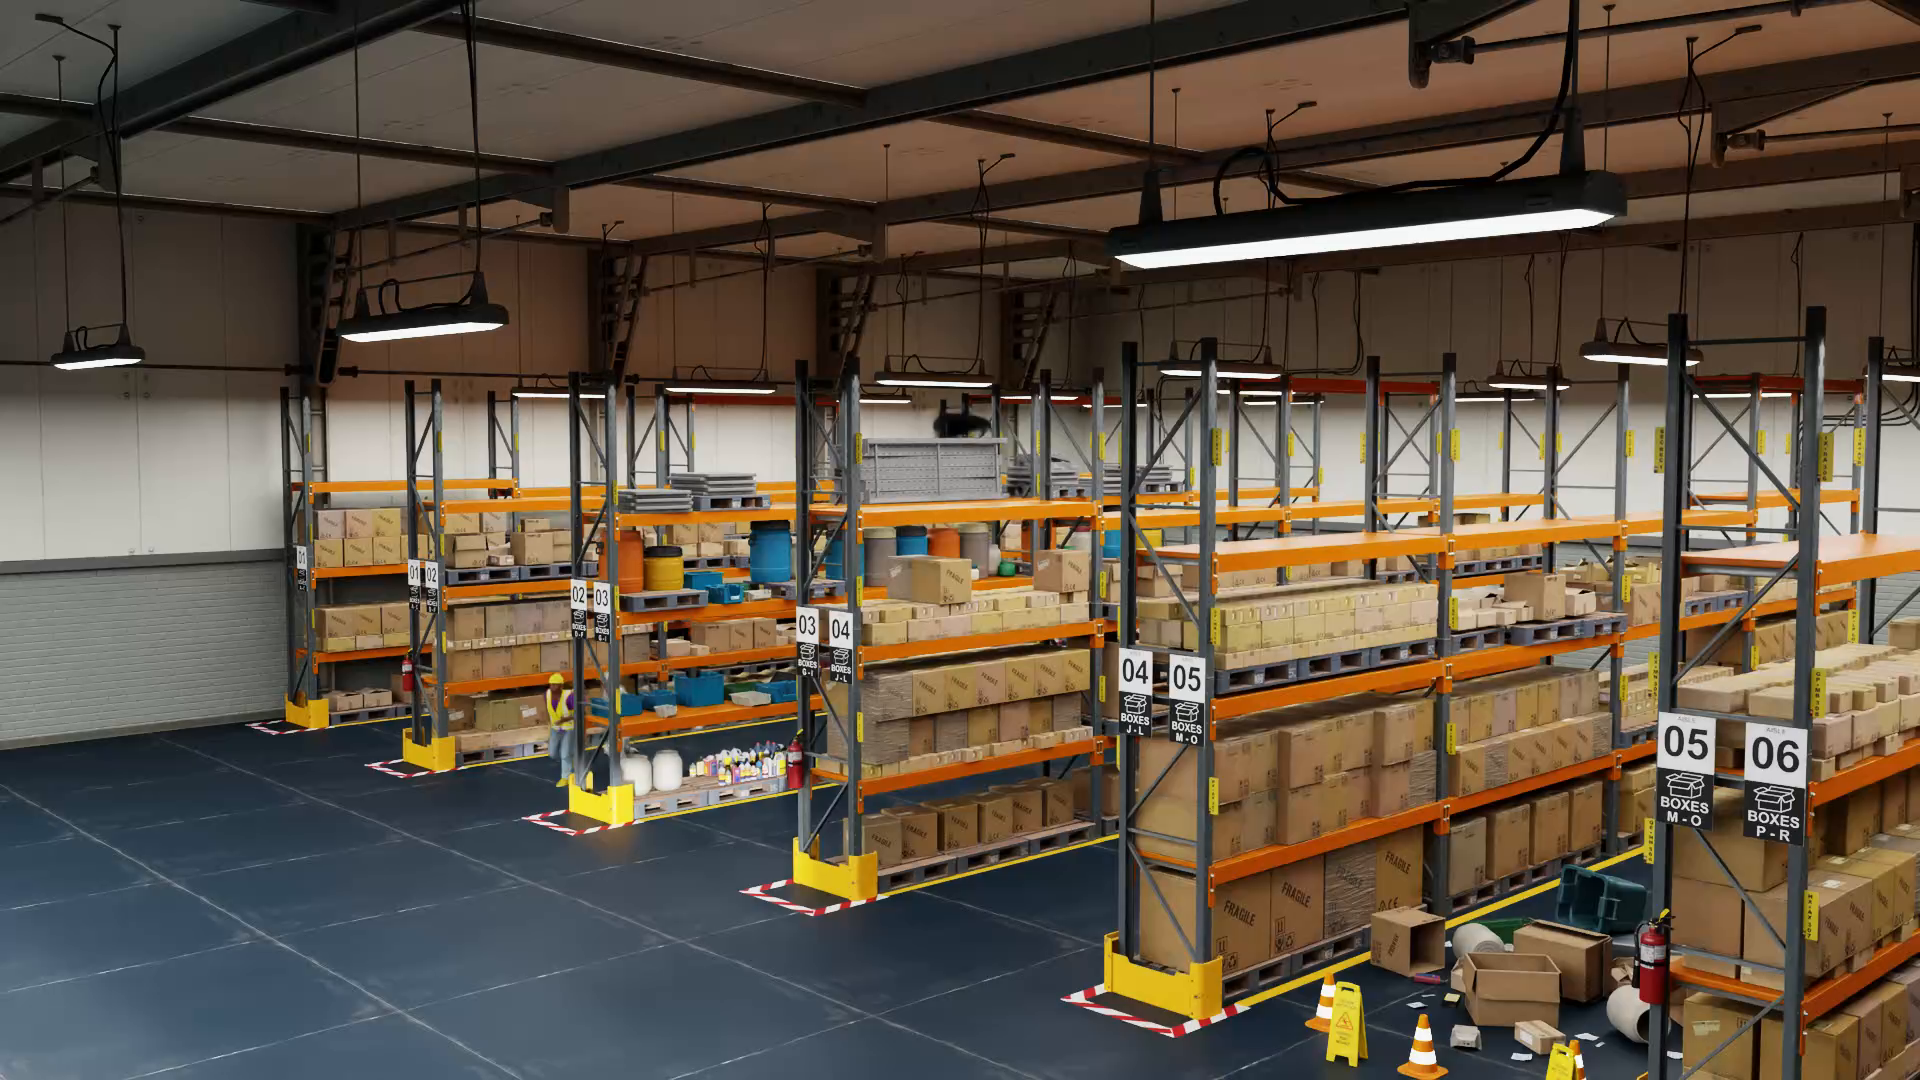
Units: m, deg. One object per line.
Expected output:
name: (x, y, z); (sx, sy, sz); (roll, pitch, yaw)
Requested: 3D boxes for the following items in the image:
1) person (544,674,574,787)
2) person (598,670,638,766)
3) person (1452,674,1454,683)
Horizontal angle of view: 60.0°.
person: (-5.832, 2.777, 24.386); (0.685, 1.686, 0.737); (1, 4, 14)
person: (-5.056, 2.754, 24.568); (0.651, 1.707, 0.743); (3, 5, 40)
person: (7.319, 2.742, 24.979); (0.767, 1.741, 0.525); (-3, 5, -38)
